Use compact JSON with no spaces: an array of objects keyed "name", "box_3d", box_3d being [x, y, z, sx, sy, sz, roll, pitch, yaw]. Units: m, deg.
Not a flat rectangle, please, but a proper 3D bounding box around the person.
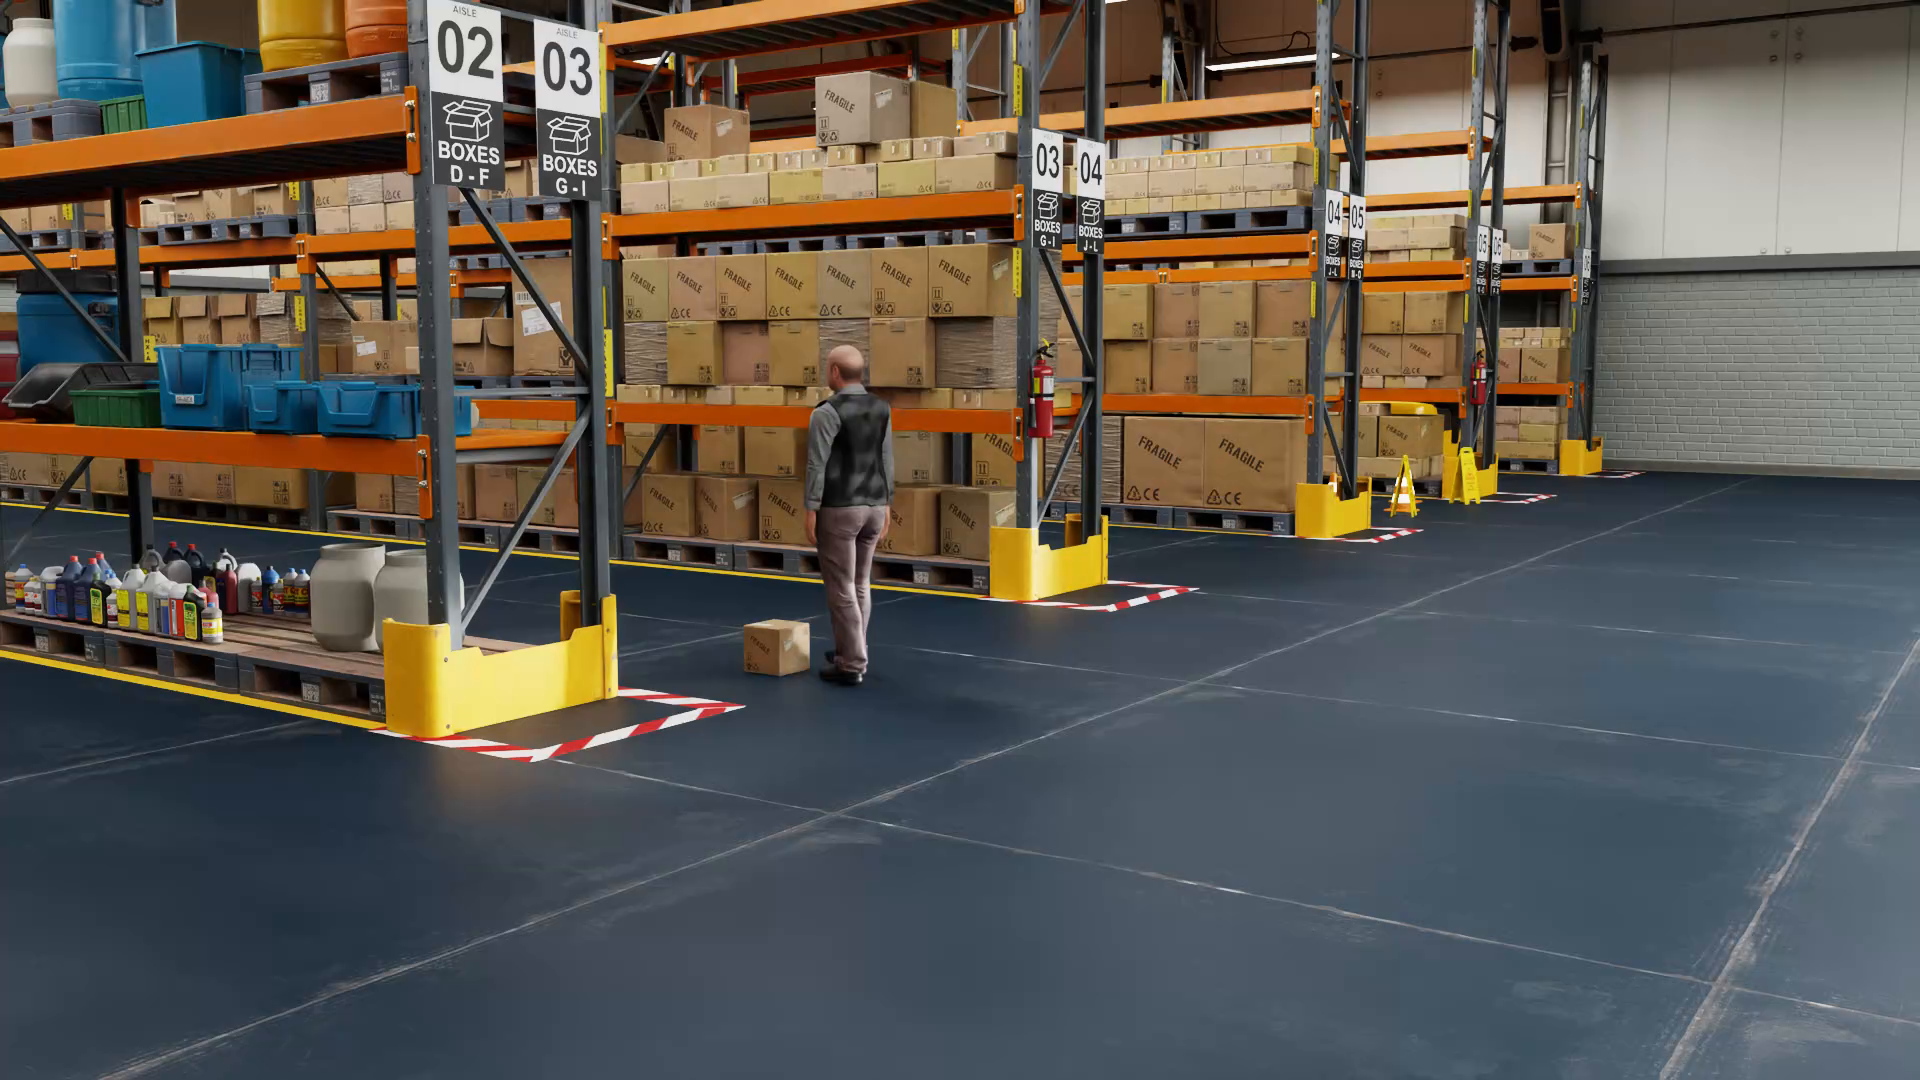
[{"name":"person","box_3d":[-0.654,-0.145,8.635,0.603,1.721,0.568,6,8,42]}]
